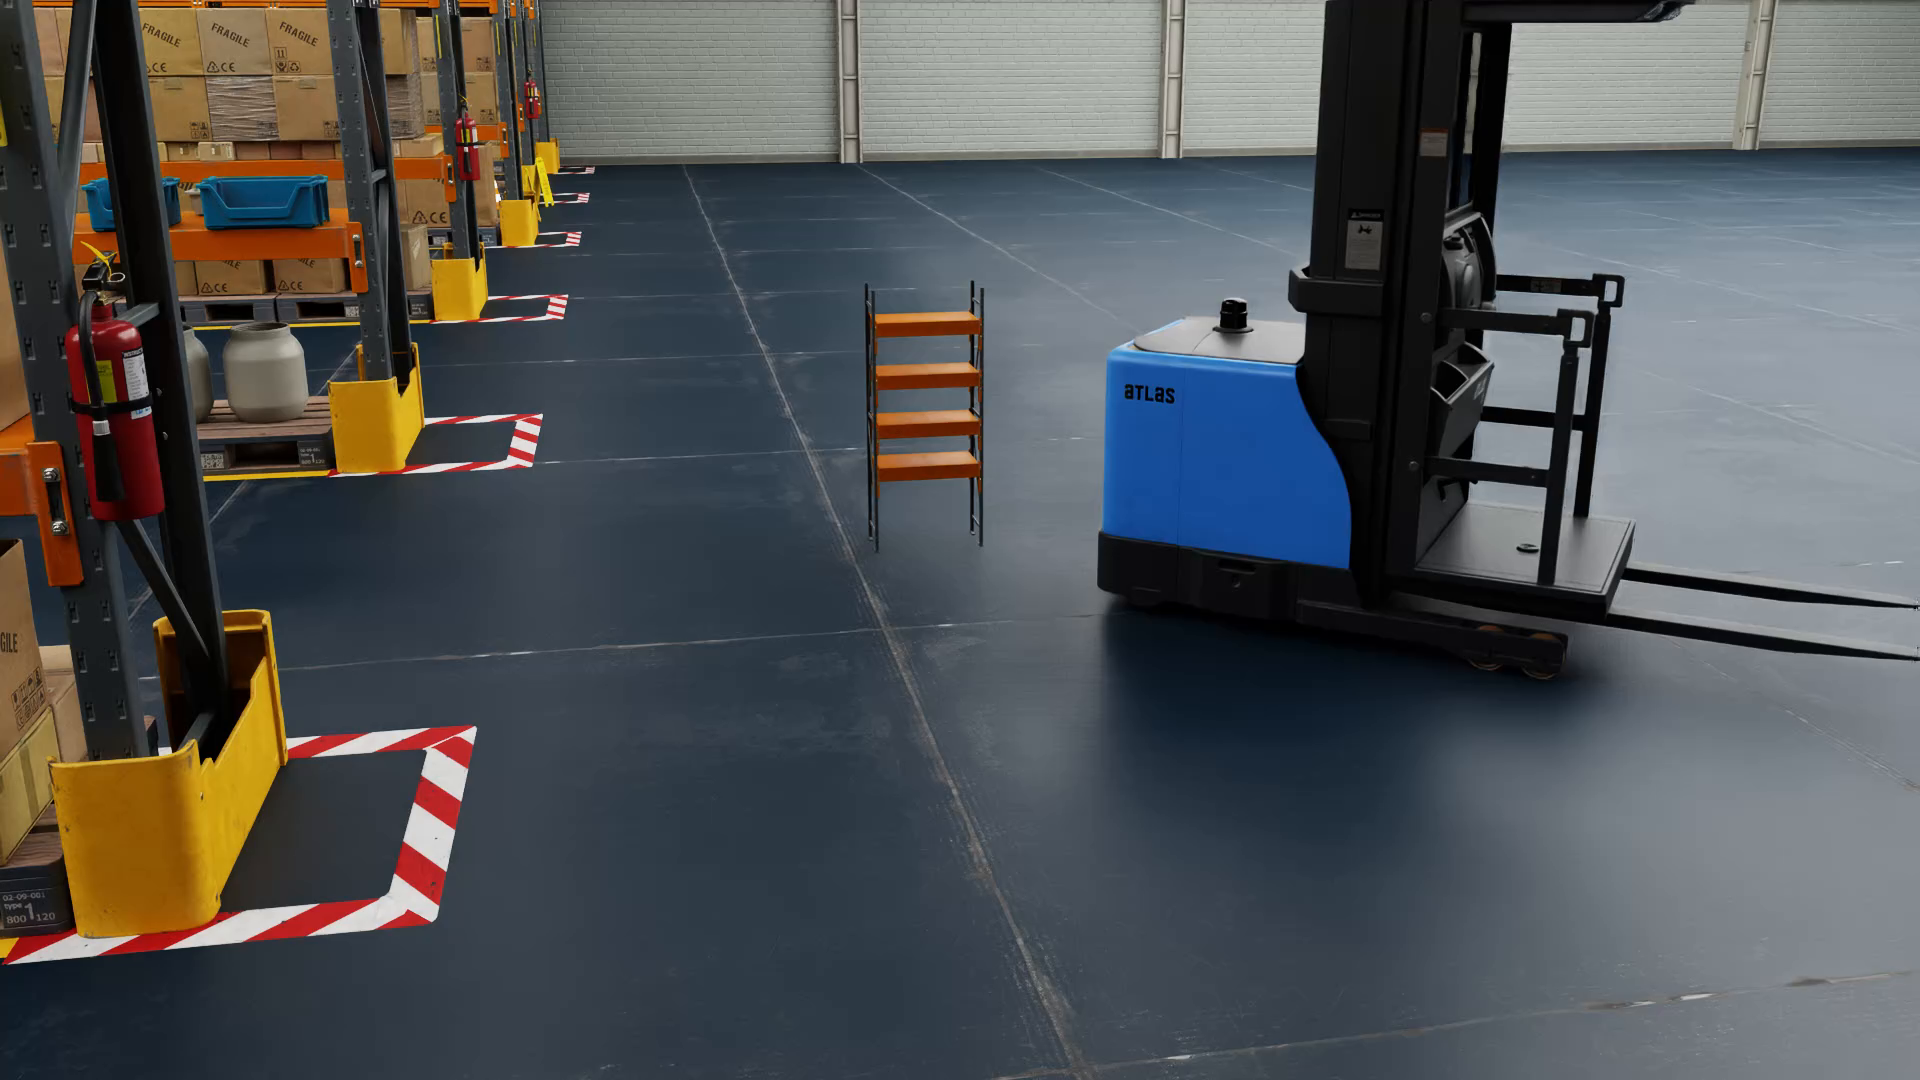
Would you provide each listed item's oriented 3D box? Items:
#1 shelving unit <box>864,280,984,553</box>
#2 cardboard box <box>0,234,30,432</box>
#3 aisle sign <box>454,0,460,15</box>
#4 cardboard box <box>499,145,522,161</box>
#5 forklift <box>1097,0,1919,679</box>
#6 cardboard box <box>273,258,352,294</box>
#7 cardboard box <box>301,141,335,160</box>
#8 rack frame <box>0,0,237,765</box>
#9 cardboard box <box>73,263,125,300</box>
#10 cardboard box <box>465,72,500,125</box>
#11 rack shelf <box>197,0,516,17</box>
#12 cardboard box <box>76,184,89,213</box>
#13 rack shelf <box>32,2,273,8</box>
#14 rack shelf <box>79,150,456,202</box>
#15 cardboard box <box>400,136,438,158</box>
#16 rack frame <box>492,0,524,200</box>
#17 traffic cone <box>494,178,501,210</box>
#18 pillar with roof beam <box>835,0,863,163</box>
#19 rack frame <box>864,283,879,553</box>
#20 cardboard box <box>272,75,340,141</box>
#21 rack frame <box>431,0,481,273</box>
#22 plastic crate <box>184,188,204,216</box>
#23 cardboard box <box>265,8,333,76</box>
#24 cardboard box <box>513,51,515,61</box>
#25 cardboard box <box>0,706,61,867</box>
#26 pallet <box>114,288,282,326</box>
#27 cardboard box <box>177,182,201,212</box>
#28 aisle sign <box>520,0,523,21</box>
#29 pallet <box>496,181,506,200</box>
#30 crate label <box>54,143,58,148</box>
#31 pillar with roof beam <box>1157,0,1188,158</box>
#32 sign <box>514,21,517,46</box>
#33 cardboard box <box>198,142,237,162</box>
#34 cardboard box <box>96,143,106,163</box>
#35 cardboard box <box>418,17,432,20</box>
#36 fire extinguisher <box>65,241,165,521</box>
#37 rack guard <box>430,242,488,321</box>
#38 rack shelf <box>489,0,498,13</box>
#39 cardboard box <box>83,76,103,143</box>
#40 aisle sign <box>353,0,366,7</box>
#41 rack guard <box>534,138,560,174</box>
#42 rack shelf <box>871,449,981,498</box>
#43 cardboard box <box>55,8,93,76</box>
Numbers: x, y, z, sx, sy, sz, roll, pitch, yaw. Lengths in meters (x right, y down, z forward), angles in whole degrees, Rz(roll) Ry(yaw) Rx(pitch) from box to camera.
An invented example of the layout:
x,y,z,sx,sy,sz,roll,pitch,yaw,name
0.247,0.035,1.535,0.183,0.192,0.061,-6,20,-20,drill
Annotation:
x,y,z,sx,sy,sz,roll,pitch,yaw,name
-0.163,-0.564,7.606,0.503,1.200,0.258,-3,17,-10,shelving unit
-2.767,-0.580,4.422,0.500,0.500,0.700,-3,17,-10,cardboard box
-4.178,-4.744,13.719,0.004,0.787,0.394,-3,17,-10,aisle sign
-7.408,-6.468,27.728,0.500,0.250,0.500,-3,17,-10,cardboard box
2.126,-1.065,6.288,3.031,2.935,1.130,8,19,25,forklift
-5.378,-2.344,13.875,0.500,0.500,0.500,1,17,4,cardboard box
-5.152,-3.163,13.430,0.250,0.149,0.380,-3,17,-10,cardboard box
-2.306,-0.555,4.510,0.127,3.000,1.000,-3,17,-10,rack frame
-7.148,-2.239,13.534,0.500,0.500,0.500,2,17,7,cardboard box
-5.379,-4.884,18.350,0.550,0.550,0.875,-3,17,-10,cardboard box
-8.025,-7.246,22.412,4.000,0.370,1.077,-3,17,-10,rack shelf
-9.543,-3.688,17.828,0.750,0.750,1.050,-3,17,-11,cardboard box
-12.898,-8.454,26.344,4.000,0.370,1.077,-3,17,-10,rack shelf
-6.145,-2.956,13.551,4.000,0.370,1.077,-3,17,-10,rack shelf
-4.422,-3.215,13.599,0.250,0.149,0.380,-3,17,-10,cardboard box
-5.023,-4.846,18.482,0.127,3.000,1.000,-3,17,-10,rack frame
-6.239,-4.659,22.193,0.334,0.463,0.336,-3,17,-10,traffic cone
-1.154,-9.880,24.654,0.400,9.000,9.100,-3,17,-10,pillar with roof beam
-0.402,-0.551,7.561,0.015,1.200,0.240,-3,17,-10,rack frame
-5.195,-3.516,13.472,0.500,0.500,0.875,-3,17,-10,cardboard box
-4.181,-3.411,13.808,0.127,3.000,1.000,-3,17,-10,rack frame
-4.182,-1.900,9.338,0.250,0.136,0.298,-3,17,-10,plastic crate
-5.164,-3.947,13.175,0.500,0.500,0.500,-3,17,-10,cardboard box
-7.294,-7.956,27.332,0.250,0.149,0.380,-3,17,-10,cardboard box
-2.776,0.674,4.477,0.500,0.250,0.500,-3,17,-10,cardboard box
-6.256,-1.972,13.872,1.213,0.211,1.003,-3,17,-10,pallet
-8.320,-3.823,18.055,0.875,0.875,0.875,-3,17,-10,cardboard box
-5.946,-7.430,22.467,0.004,0.787,0.394,-3,17,-10,aisle sign
-6.940,-4.895,23.391,1.213,0.211,1.003,-3,17,-10,pallet
-4.998,-1.819,8.567,0.616,0.435,0.502,-3,17,-10,crate label
4.737,-10.215,25.742,0.400,9.000,9.100,-3,17,-10,pillar with roof beam
-5.976,-6.811,22.368,0.005,0.325,0.100,-3,17,-10,sign
-5.875,-3.102,13.229,0.250,0.149,0.380,-3,17,-10,cardboard box
-6.618,-3.070,13.126,0.250,0.149,0.380,-3,17,-10,cardboard box
-7.020,-6.818,22.522,0.500,0.500,0.700,-3,17,-10,cardboard box
-2.102,-0.391,4.106,0.183,0.674,0.296,-3,17,-10,fire extinguisher
-4.256,-2.212,14.161,0.348,0.500,1.175,-3,17,-10,rack guard
-6.987,-5.825,17.784,4.000,0.370,1.077,-3,17,-10,rack shelf
-6.686,-3.460,13.291,0.500,0.500,0.875,-3,17,-10,cardboard box
-3.115,-3.144,8.512,0.004,0.787,0.394,-3,17,-10,aisle sign
-6.983,-6.505,28.139,0.348,0.500,1.175,-3,17,-10,rack guard
-0.163,-0.310,7.684,0.480,0.148,0.258,-3,17,-10,rack shelf
-6.637,-3.864,12.903,0.500,0.500,0.500,-3,17,-10,cardboard box
